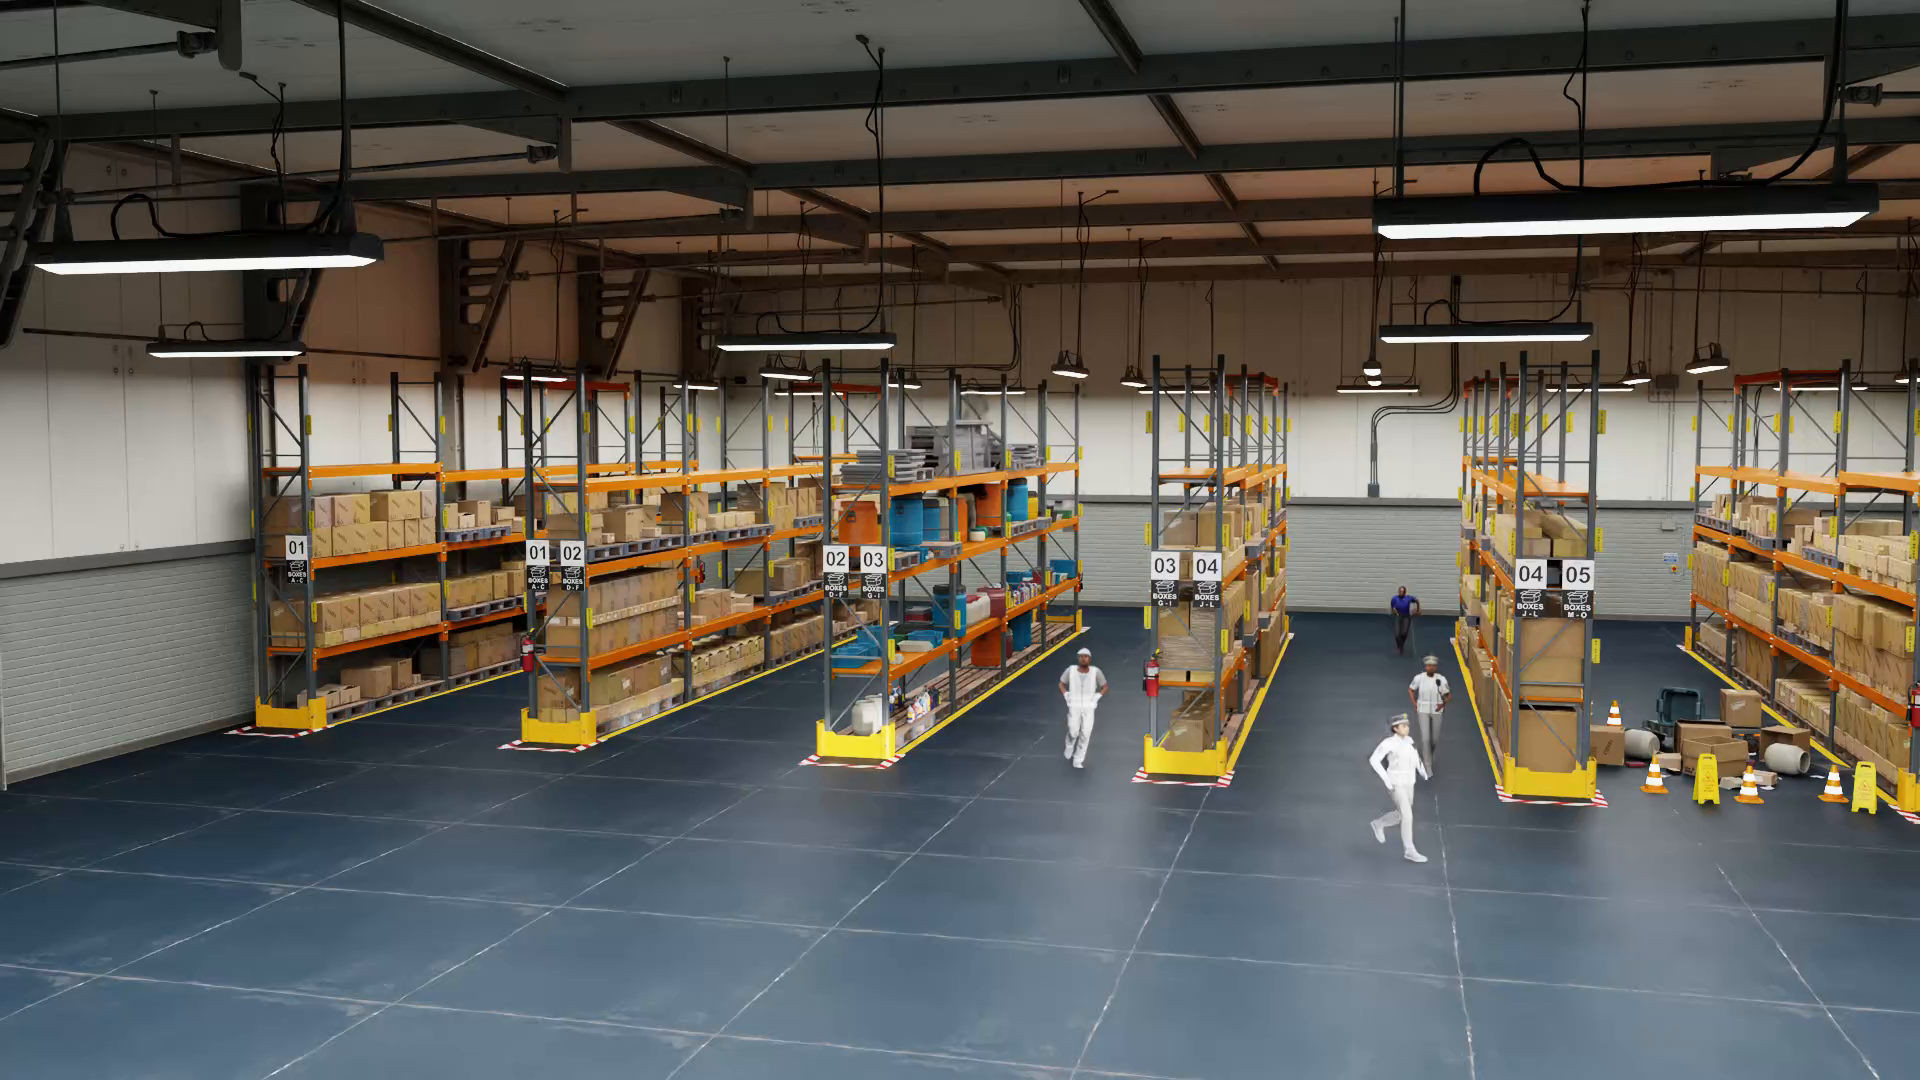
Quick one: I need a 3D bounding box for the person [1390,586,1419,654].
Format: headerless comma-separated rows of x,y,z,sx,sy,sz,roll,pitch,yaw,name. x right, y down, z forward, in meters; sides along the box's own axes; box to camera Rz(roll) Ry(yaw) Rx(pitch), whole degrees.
9.677,1.750,36.234,0.596,1.543,0.762,2,4,21,person

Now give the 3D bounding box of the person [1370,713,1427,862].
5.078,2.825,19.266,0.643,1.669,0.857,-3,5,-34,person

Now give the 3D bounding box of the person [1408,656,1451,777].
6.790,2.505,24.042,0.596,1.705,0.838,1,4,10,person

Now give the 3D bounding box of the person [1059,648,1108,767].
1.818,2.460,24.466,0.724,1.733,0.538,0,4,3,person
